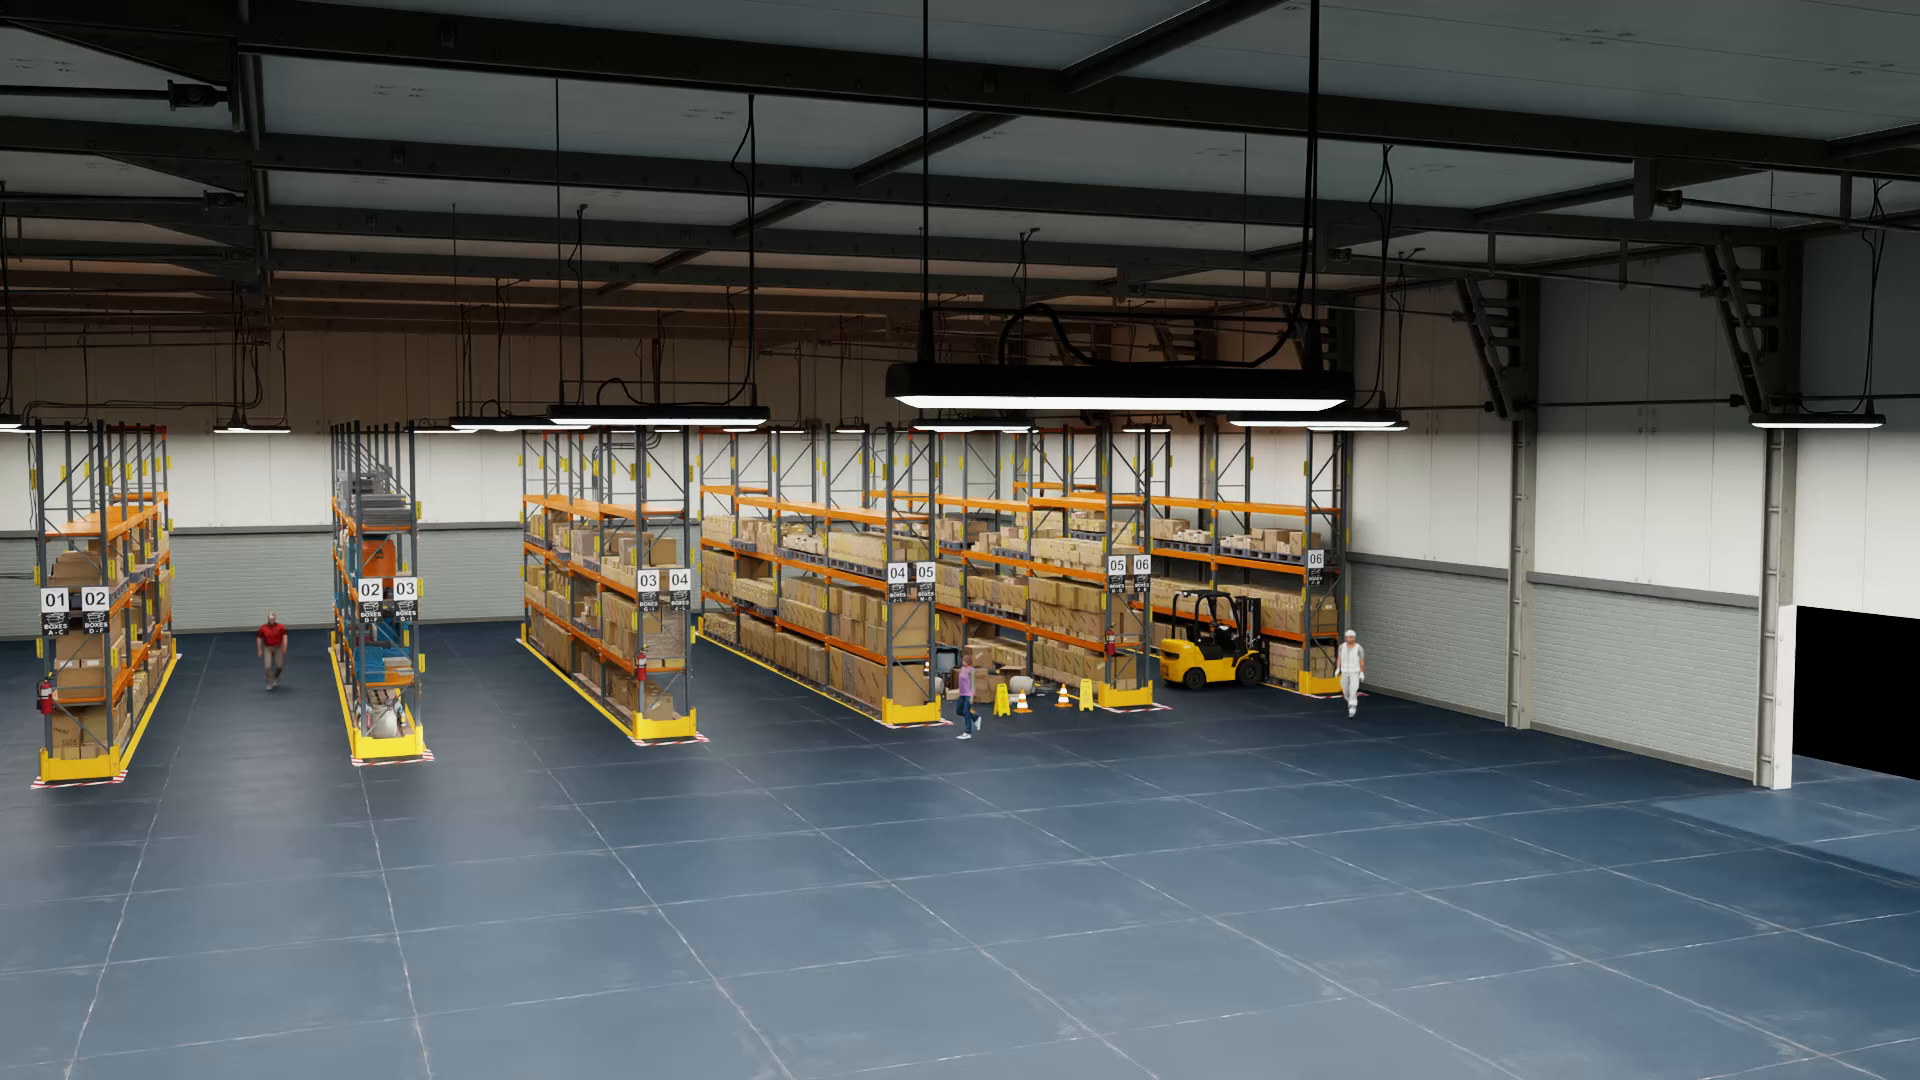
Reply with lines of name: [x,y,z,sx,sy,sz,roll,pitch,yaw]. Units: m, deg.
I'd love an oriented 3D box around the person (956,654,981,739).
person: [0.184,2.950,31.530,0.568,1.590,0.463,-2,4,-31]

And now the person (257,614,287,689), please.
person: [-15.665,2.514,37.870,0.636,1.713,0.624,-2,4,-24]

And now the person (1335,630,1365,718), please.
person: [7.999,2.713,34.005,0.532,1.774,0.831,3,4,35]

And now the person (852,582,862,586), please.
person: [-3.136,1.672,51.709,0.966,1.641,0.494,-3,5,-41]
